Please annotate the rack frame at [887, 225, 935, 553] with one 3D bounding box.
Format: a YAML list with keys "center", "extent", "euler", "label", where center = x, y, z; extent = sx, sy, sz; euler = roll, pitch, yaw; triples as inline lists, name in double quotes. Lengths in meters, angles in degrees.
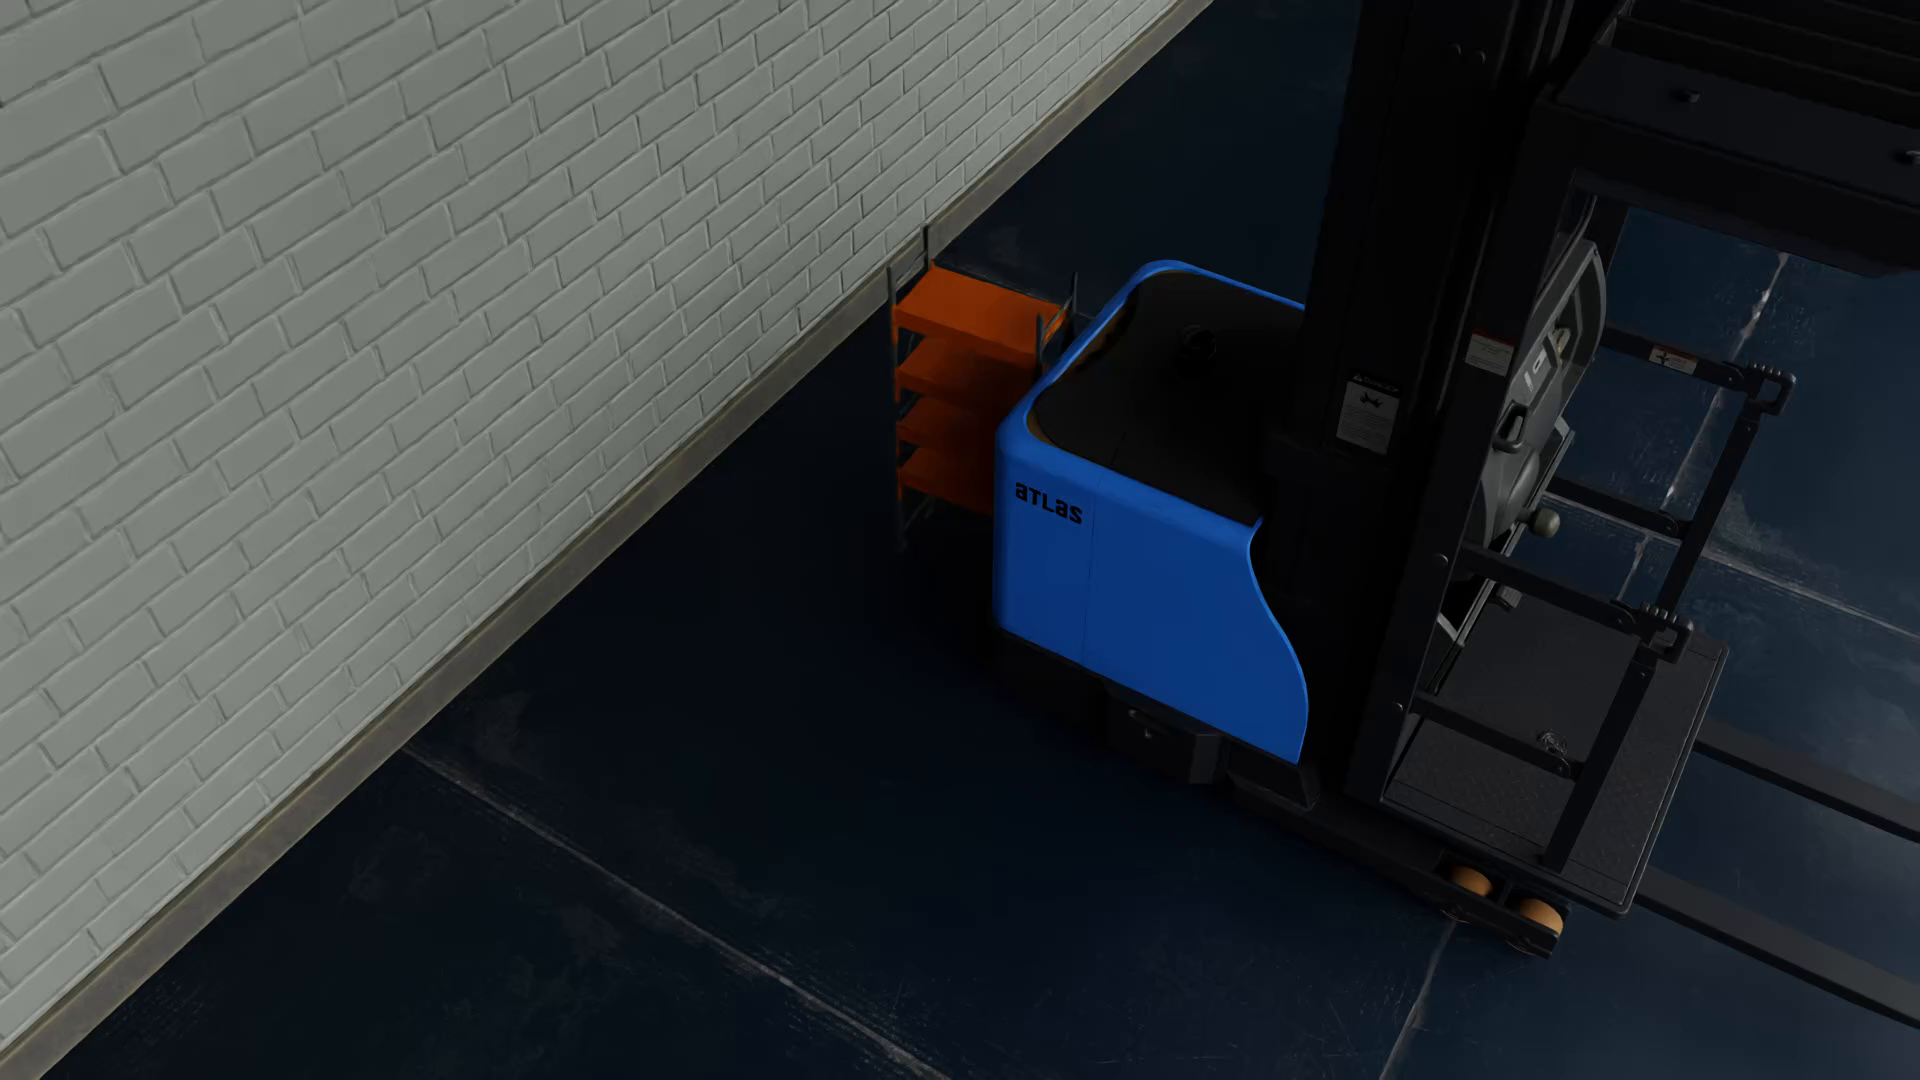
- center: [-0.151, -0.452, 5.352]
  extent: [0.015, 1.200, 0.240]
  euler: [21, 49, 19]
  label: "rack frame"

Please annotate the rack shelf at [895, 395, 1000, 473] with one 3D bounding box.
- center: [0.064, -0.323, 5.321]
  extent: [0.480, 0.148, 0.258]
  euler: [21, 49, 19]
  label: "rack shelf"

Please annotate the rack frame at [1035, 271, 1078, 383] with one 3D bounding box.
- center: [0.280, -0.287, 5.193]
  extent: [0.015, 1.200, 0.240]
  euler: [21, 49, 19]
  label: "rack frame"

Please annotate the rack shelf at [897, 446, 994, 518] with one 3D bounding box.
- center: [0.064, -0.184, 5.463]
  extent: [0.480, 0.148, 0.258]
  euler: [21, 49, 19]
  label: "rack shelf"

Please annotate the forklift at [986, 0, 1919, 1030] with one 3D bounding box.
- center: [1.605, -0.309, 4.007]
  extent: [3.031, 2.935, 1.130]
  euler: [24, 50, 22]
  label: "forklift"

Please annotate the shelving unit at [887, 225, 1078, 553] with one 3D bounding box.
- center: [0.064, -0.370, 5.273]
  extent: [0.503, 1.200, 0.258]
  euler: [21, 49, 19]
  label: "shelving unit"

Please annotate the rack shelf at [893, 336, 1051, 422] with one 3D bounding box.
- center: [0.064, -0.479, 5.160]
  extent: [0.480, 0.148, 0.258]
  euler: [21, 49, 19]
  label: "rack shelf"

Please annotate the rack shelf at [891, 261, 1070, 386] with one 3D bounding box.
- center: [0.064, -0.644, 4.991]
  extent: [0.480, 0.148, 0.258]
  euler: [21, 49, 19]
  label: "rack shelf"
